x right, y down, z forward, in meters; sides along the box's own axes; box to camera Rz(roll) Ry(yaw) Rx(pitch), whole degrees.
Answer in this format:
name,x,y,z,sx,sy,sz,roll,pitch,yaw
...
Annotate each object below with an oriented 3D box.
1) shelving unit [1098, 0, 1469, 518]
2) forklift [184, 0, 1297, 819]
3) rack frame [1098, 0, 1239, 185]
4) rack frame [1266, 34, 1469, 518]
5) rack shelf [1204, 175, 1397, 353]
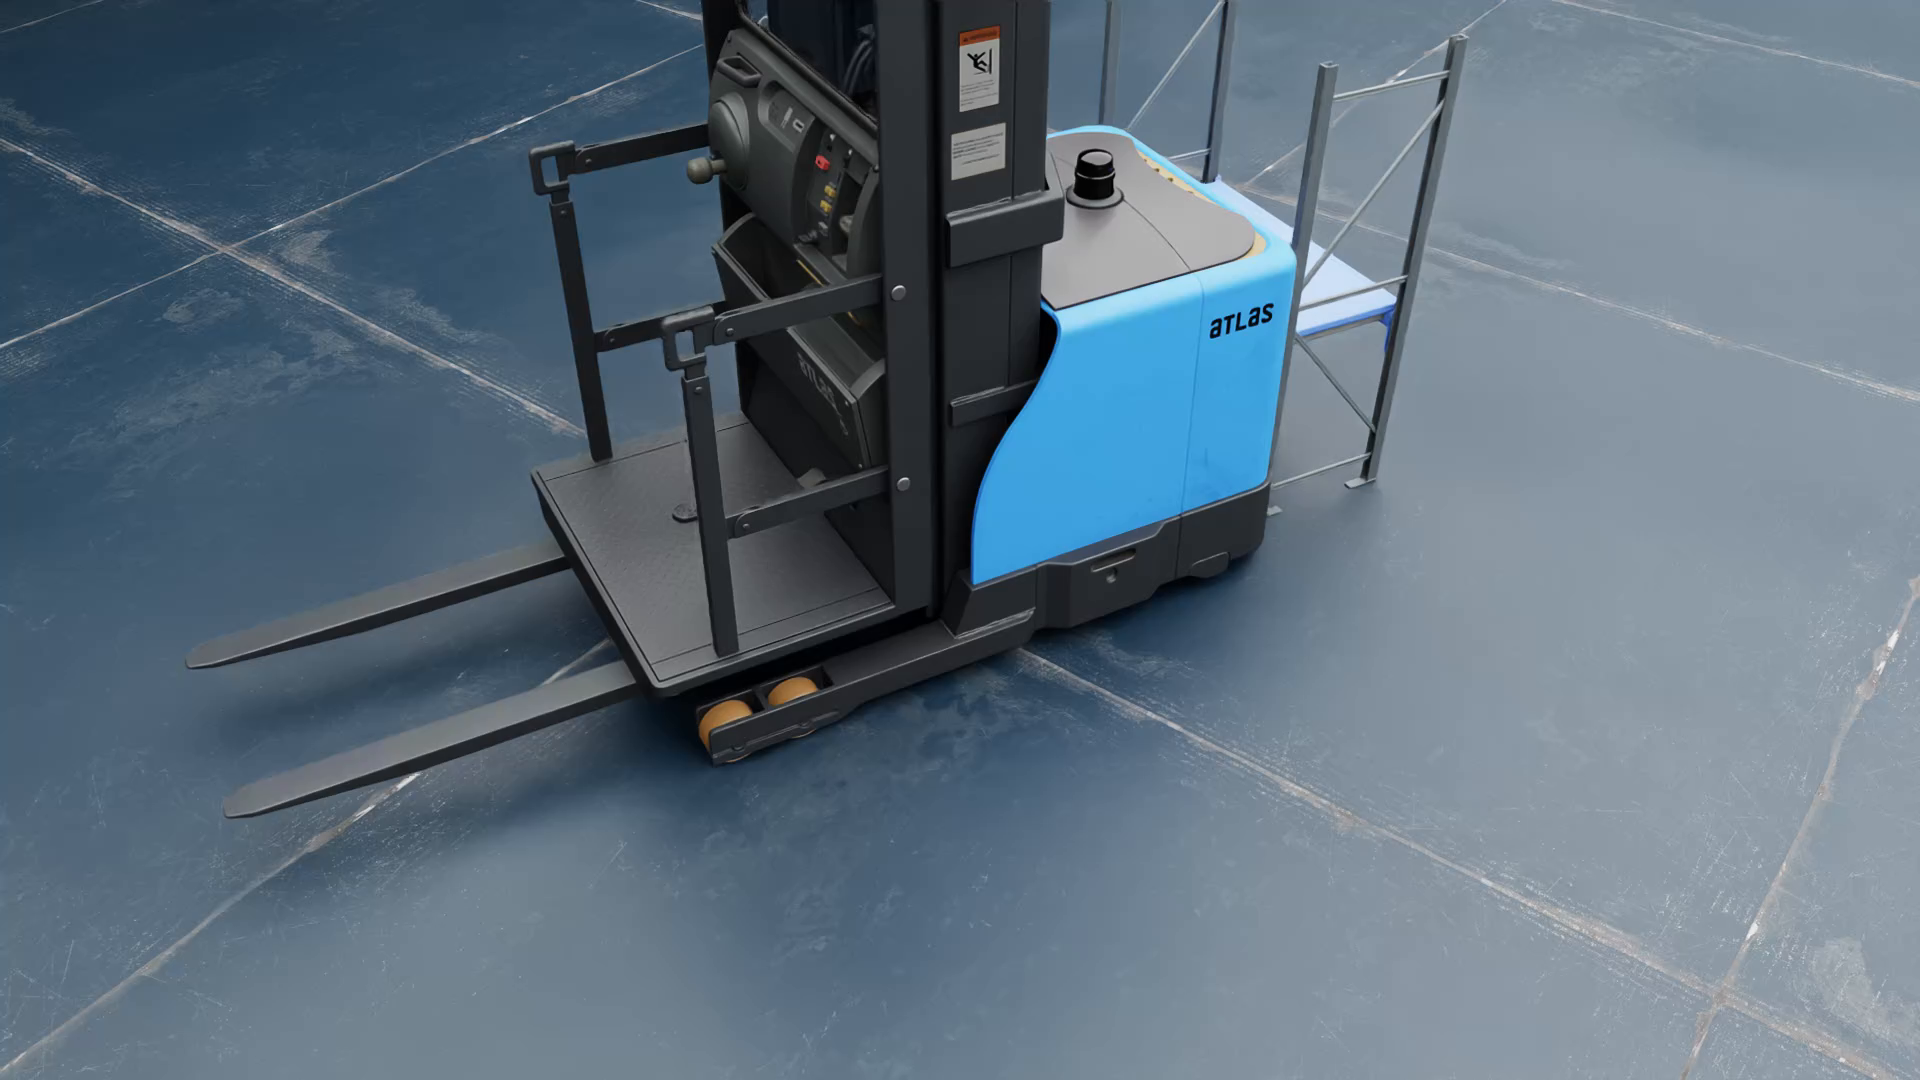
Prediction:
name,x,y,z,sx,sy,sz,roll,pitch,yaw
shelving unit,0.920,-1.005,5.309,0.538,1.500,1.048,-18,41,-23
forklift,-0.605,-0.929,4.059,3.031,2.935,1.130,-18,42,-22
rack frame,0.675,-1.280,5.660,0.500,1.500,0.032,-18,41,-23
rack frame,1.165,-0.731,4.958,0.500,1.500,0.032,-18,41,-23
rack shelf,0.916,-0.863,5.418,0.538,0.185,1.000,-18,41,-23
